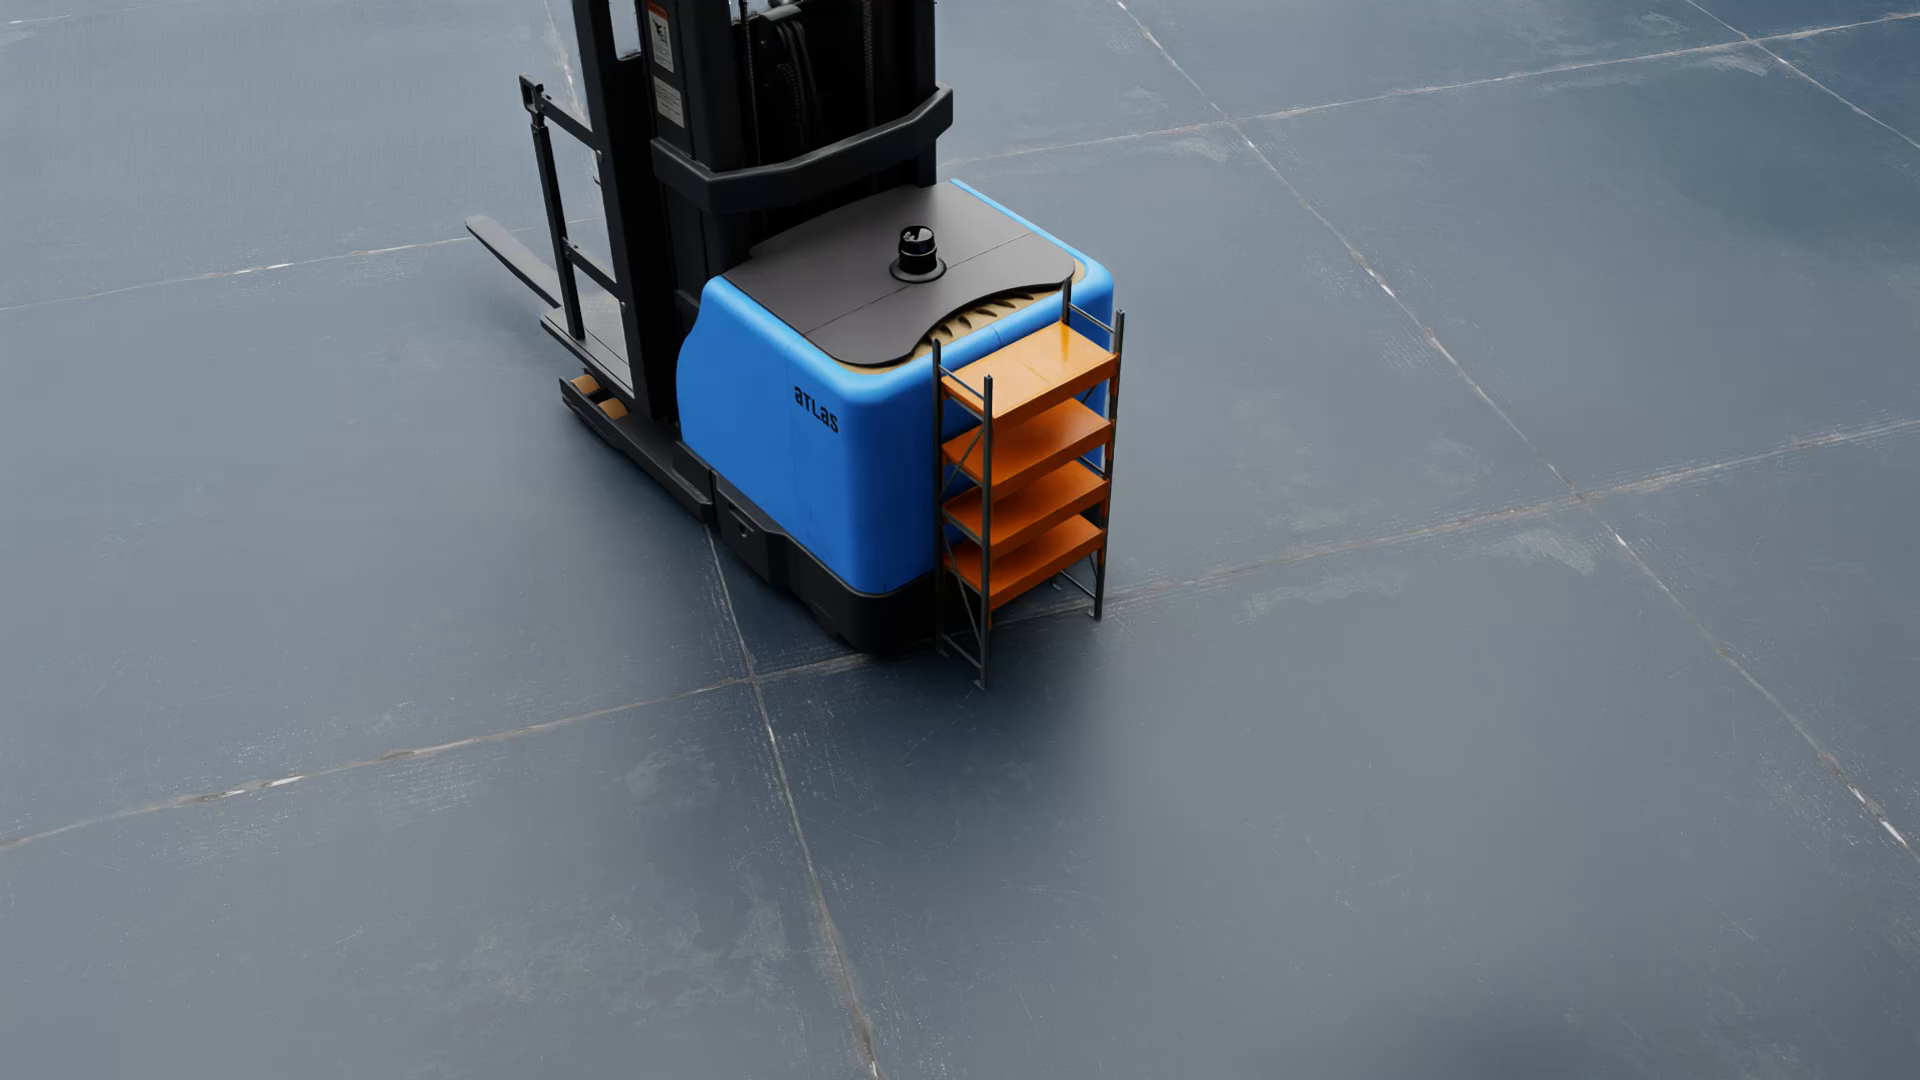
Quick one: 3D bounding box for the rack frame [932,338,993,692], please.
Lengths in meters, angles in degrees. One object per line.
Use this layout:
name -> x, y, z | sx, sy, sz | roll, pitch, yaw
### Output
rack frame -> 0.005, -0.039, 4.883 | 0.015, 1.200, 0.240 | -29, 49, -29

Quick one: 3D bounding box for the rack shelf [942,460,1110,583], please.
rack shelf -> 0.193, -0.092, 5.045 | 0.480, 0.148, 0.258 | -29, 49, -29

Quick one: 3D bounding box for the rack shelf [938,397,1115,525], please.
rack shelf -> 0.193, -0.260, 4.898 | 0.480, 0.148, 0.258 | -29, 49, -29

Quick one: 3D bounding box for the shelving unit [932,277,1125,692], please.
shelving unit -> 0.193, -0.142, 5.001 | 0.503, 1.200, 0.258 | -29, 49, -29

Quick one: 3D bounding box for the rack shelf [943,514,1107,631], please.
rack shelf -> 0.193, 0.058, 5.176 | 0.480, 0.148, 0.258 | -29, 49, -29

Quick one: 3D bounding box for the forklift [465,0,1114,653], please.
forklift -> -0.843, -1.651, 5.412 | 1.130, 2.935, 3.031 | -29, 49, -29

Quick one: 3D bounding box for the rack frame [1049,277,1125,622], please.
rack frame -> 0.380, -0.245, 5.119 | 0.015, 1.200, 0.240 | -29, 49, -29

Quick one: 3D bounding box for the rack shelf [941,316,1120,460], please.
rack shelf -> 0.193, -0.438, 4.742 | 0.480, 0.148, 0.258 | -29, 49, -29
